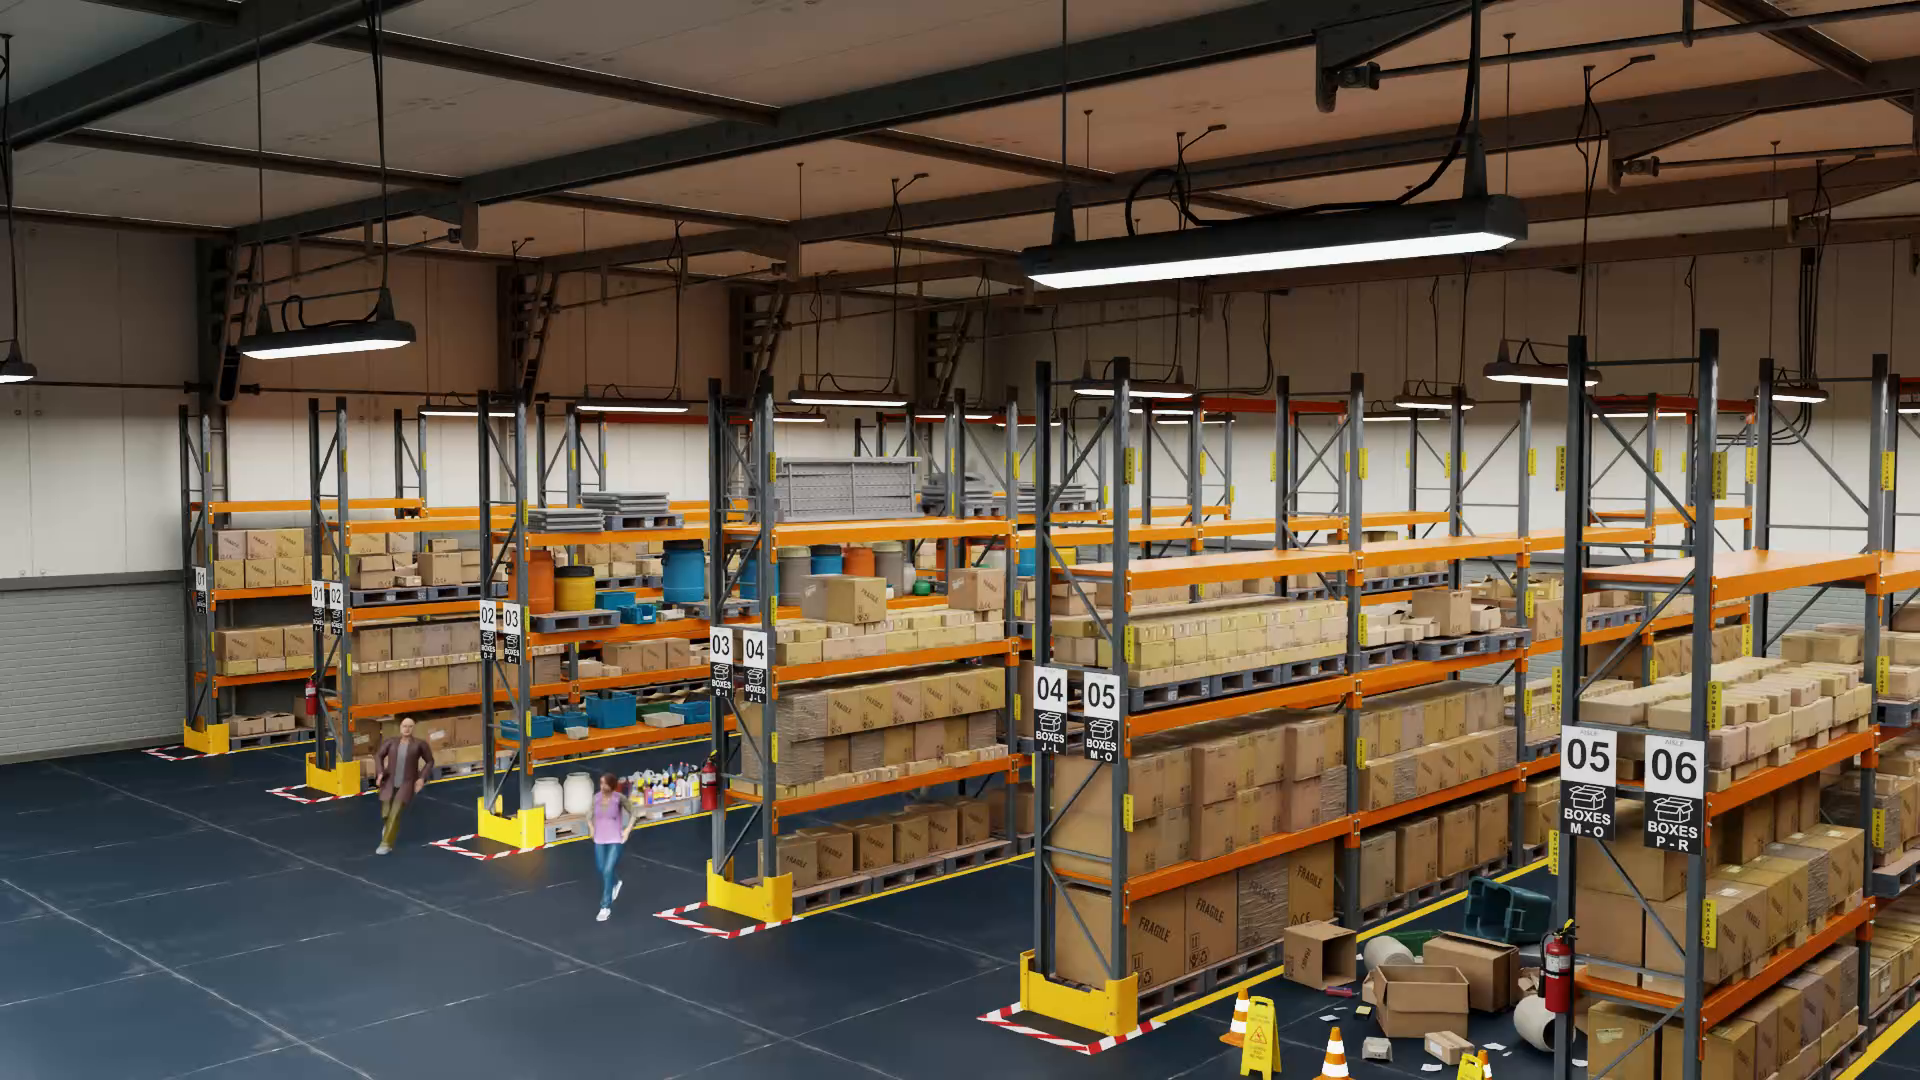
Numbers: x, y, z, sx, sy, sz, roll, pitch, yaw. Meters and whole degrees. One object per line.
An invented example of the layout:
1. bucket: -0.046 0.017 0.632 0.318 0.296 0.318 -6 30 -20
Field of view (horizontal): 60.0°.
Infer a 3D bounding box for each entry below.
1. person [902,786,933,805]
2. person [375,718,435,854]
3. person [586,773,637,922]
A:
1. person: -0.565 3.164 22.777 0.513 1.565 0.621 2 4 38
2. person: -7.230 3.170 21.599 0.761 1.703 0.757 0 3 -5
3. person: -3.911 3.392 18.644 0.566 1.606 0.745 1 3 11
